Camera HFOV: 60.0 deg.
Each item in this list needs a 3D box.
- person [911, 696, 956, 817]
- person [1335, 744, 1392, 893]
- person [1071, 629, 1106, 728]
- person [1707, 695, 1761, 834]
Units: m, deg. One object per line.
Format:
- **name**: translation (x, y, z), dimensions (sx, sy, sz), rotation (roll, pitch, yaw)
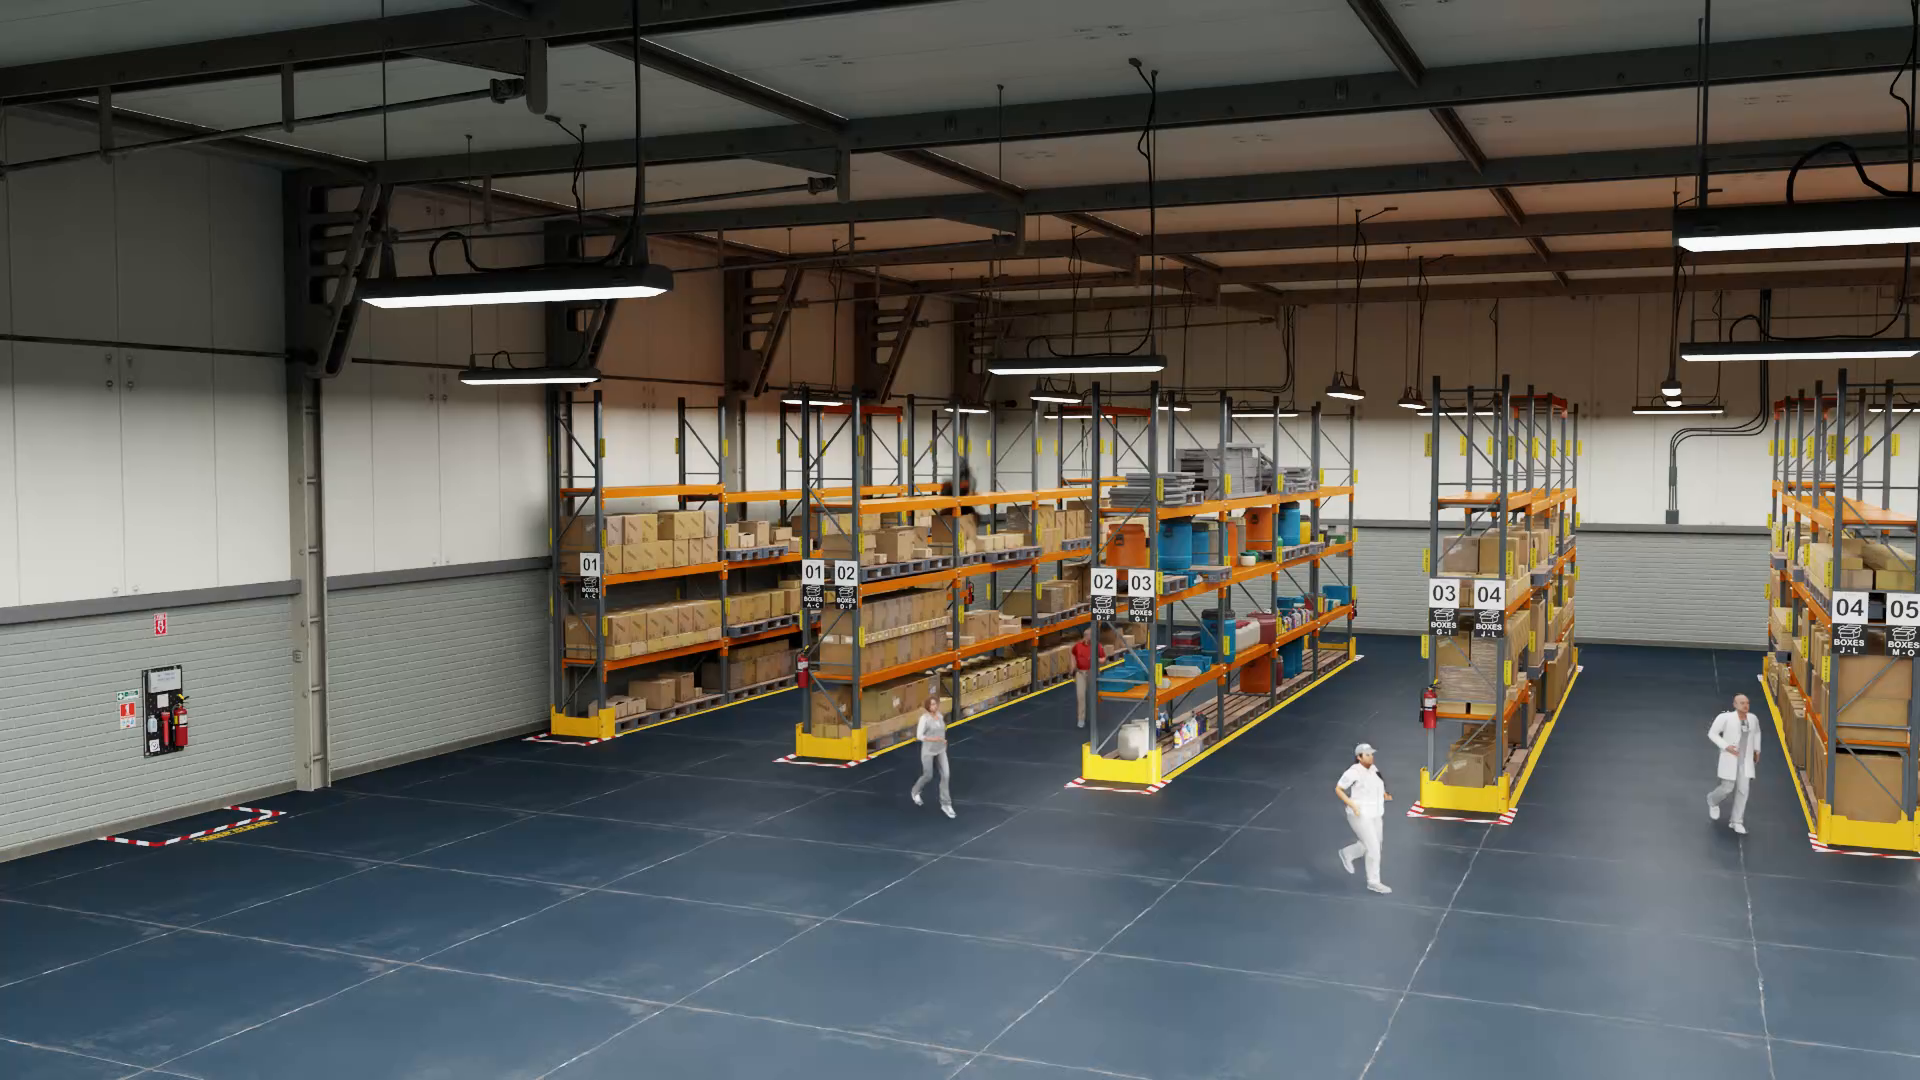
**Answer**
- **person**: translation (-0.368, 2.941, 22.807), dimensions (0.548, 1.610, 0.861), rotation (-2, 4, -34)
- **person**: translation (4.602, 3.134, 18.948), dimensions (0.621, 1.636, 0.823), rotation (-2, 4, -38)
- **person**: translation (2.302, 2.462, 29.997), dimensions (0.662, 1.716, 0.989), rotation (1, 3, 10)
- **person**: translation (10.245, 2.919, 21.949), dimensions (0.735, 1.773, 0.907), rotation (0, 3, 2)
